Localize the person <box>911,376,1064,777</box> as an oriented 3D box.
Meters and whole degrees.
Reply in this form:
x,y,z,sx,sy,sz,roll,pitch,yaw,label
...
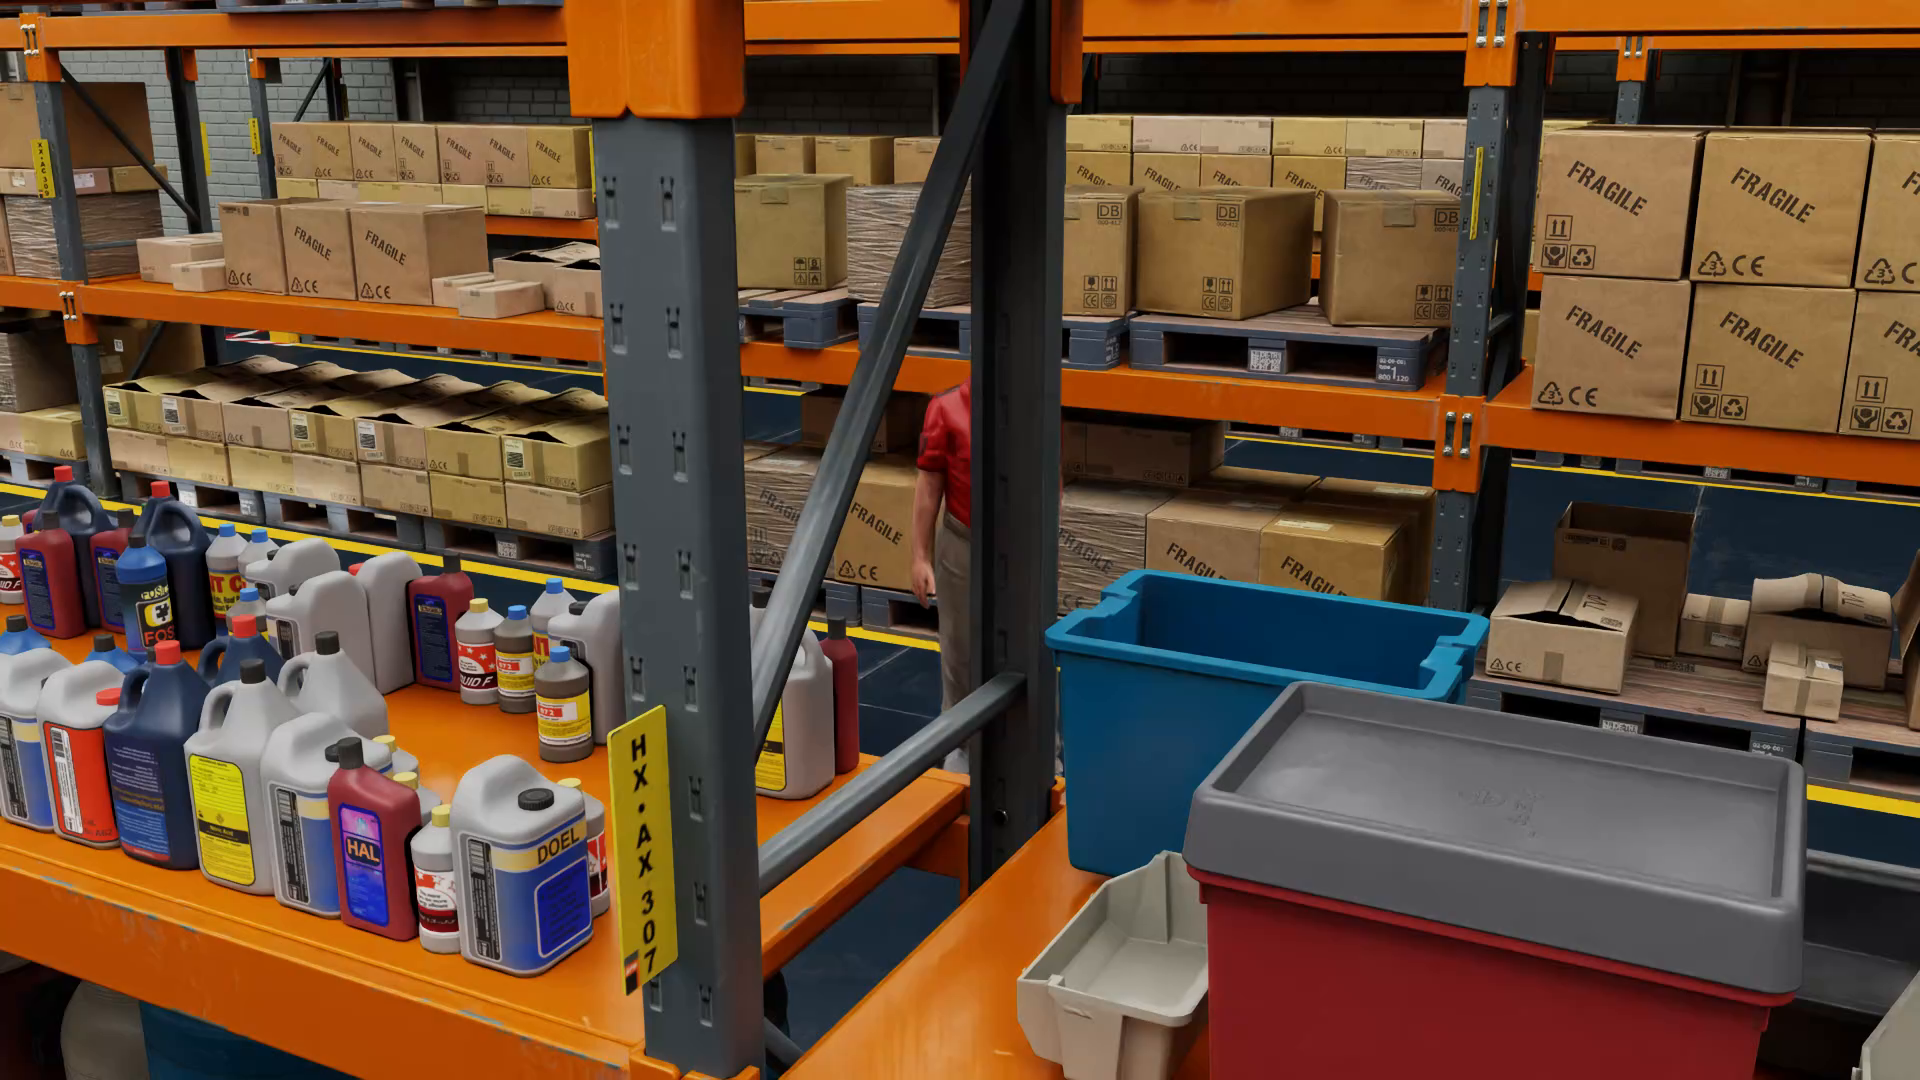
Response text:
x,y,z,sx,sy,sz,roll,pitch,yaw,label
0.141,0.088,5.733,0.584,1.714,0.780,-4,16,-14,person
